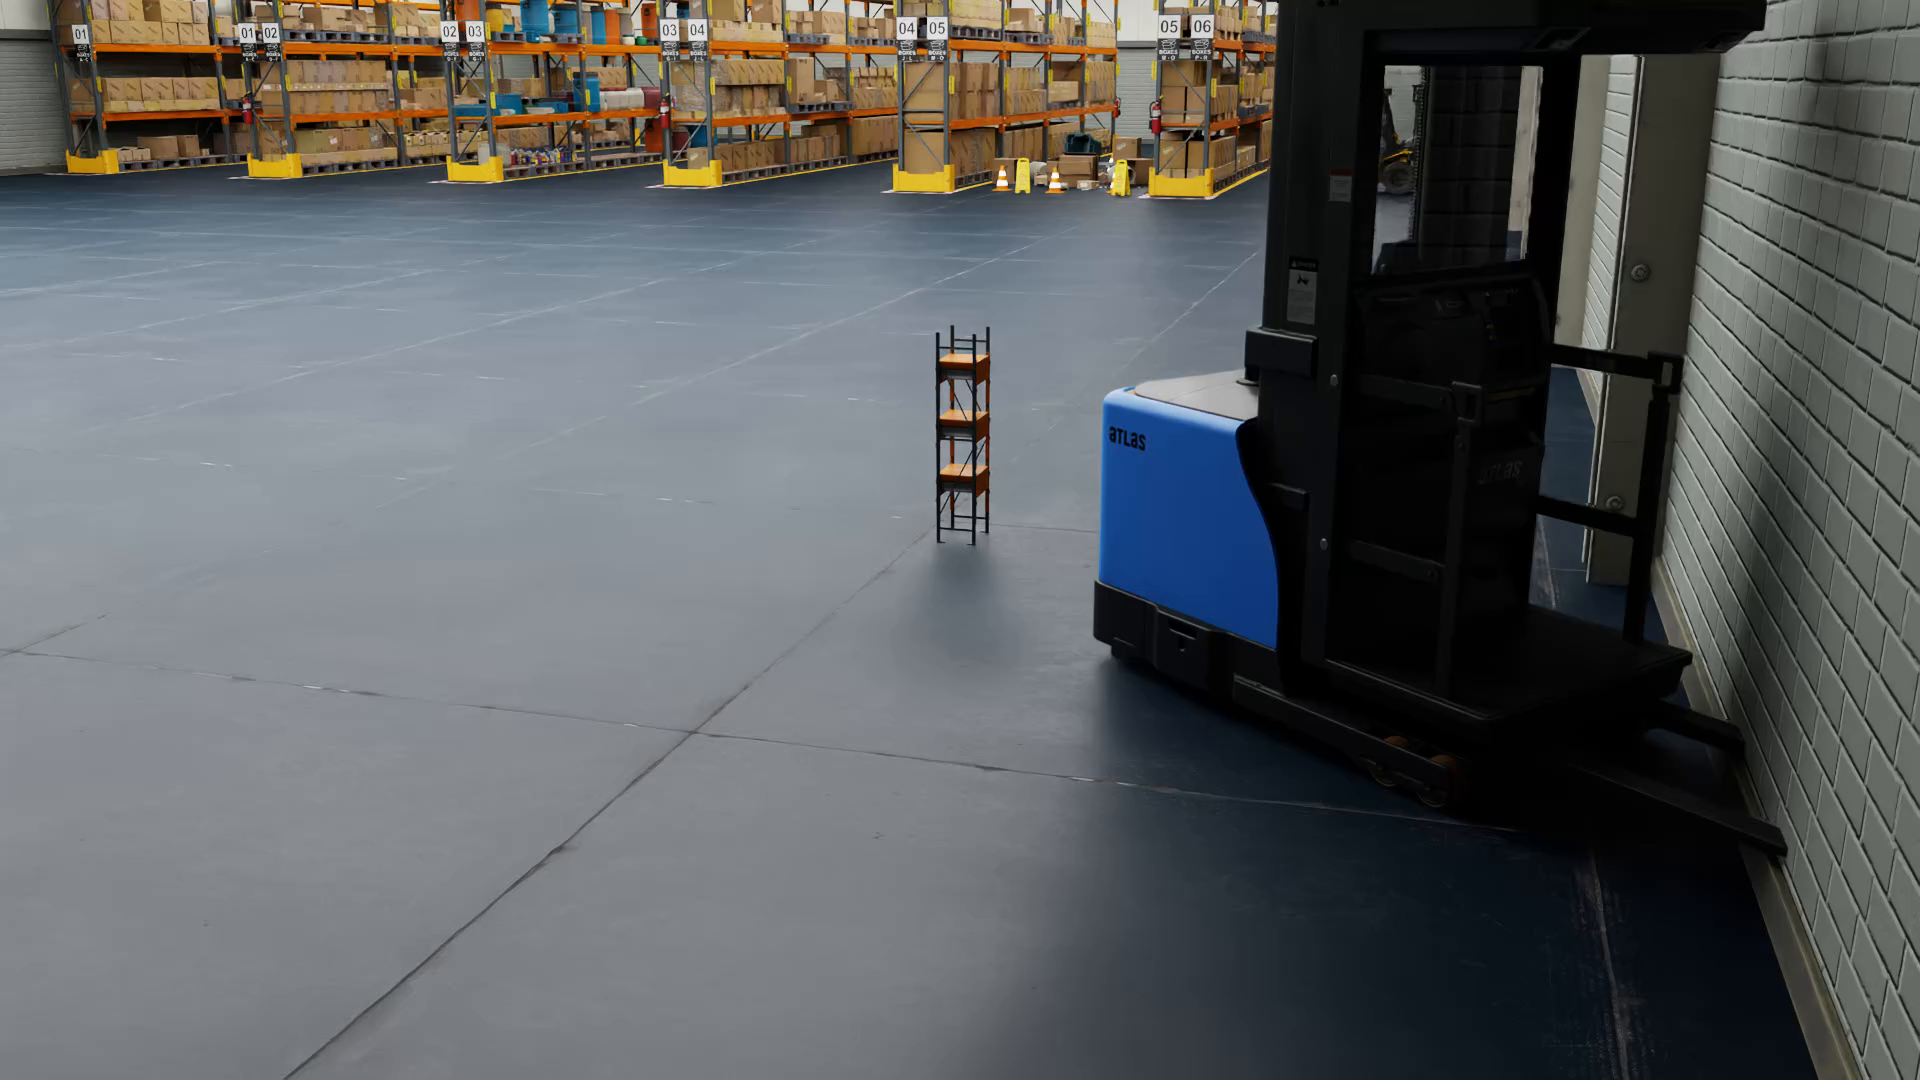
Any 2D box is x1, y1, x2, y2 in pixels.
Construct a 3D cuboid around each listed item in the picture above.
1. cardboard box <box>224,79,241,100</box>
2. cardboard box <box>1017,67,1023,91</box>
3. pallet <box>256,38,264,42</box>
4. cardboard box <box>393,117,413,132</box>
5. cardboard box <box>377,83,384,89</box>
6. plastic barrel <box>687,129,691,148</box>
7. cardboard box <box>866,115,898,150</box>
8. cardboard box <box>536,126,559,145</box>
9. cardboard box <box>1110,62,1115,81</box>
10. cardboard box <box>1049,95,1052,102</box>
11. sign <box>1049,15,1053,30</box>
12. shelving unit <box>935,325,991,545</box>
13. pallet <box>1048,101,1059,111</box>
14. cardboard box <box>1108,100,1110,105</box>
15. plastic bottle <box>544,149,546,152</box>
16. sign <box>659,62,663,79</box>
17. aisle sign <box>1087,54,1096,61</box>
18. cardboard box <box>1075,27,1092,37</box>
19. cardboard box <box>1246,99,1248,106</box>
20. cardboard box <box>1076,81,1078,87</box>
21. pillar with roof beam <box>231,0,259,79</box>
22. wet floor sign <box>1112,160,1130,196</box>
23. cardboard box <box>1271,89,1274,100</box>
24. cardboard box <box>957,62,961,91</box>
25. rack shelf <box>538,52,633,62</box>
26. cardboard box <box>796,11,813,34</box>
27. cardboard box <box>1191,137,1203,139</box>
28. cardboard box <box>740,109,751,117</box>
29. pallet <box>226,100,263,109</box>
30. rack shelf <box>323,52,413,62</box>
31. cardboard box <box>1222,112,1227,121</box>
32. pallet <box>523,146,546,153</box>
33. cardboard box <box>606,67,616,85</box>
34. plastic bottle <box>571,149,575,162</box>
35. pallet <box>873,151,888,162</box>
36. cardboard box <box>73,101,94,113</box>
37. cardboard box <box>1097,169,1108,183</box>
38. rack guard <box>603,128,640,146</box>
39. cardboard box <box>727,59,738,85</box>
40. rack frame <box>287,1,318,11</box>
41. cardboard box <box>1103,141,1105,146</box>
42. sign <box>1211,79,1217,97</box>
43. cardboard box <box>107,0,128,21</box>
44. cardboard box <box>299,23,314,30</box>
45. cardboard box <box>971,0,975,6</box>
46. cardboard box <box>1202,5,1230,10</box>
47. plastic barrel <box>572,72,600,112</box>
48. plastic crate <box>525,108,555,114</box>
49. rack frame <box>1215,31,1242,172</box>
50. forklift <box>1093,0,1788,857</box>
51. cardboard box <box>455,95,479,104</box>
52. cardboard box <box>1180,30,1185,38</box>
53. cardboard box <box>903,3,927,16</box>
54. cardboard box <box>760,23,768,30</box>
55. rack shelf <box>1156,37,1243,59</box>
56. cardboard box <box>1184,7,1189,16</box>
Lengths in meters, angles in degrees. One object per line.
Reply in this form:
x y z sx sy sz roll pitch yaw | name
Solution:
-18.353 -11.195 41.310 0.700 0.500 0.500 5 16 16 | cardboard box
1.012 -10.299 37.128 0.700 0.500 0.500 4 16 15 | cardboard box
-17.961 -12.582 42.038 1.213 0.211 1.003 5 16 16 | pallet
-16.317 -11.885 47.904 0.750 0.750 0.750 5 17 17 | cardboard box
-13.724 -10.629 38.934 0.380 0.149 0.250 4 16 15 | cardboard box
-7.376 -10.667 44.230 0.421 0.512 0.421 0 16 0 | plastic barrel
-2.172 -10.756 43.877 1.225 0.875 0.875 5 16 16 | cardboard box
-11.520 -11.243 46.246 0.500 0.500 0.500 5 16 16 | cardboard box
3.963 -12.914 45.800 0.500 0.500 0.500 4 16 15 | cardboard box
1.978 -10.540 39.683 0.380 0.149 0.250 5 17 19 | cardboard box
2.110 -11.972 38.452 0.100 0.325 0.005 5 16 16 | sign
0.015 -0.519 8.235 0.215 1.050 0.252 5 16 16 | shelving unit
1.681 -10.390 39.814 1.213 0.211 1.003 5 16 16 | pallet
3.926 -12.090 45.918 0.380 0.149 0.250 5 16 16 | cardboard box
-9.506 -8.797 38.018 0.061 0.283 0.133 5 16 16 | plastic bottle
-5.946 -9.363 33.141 0.100 0.325 0.005 5 16 16 | sign
3.587 -13.673 46.275 0.394 0.787 0.004 5 16 16 | aisle sign
3.084 -13.053 42.712 0.500 0.250 0.500 5 17 18 | cardboard box
5.950 -9.358 35.516 0.380 0.149 0.250 5 17 16 | cardboard box
2.791 -11.581 42.263 0.380 0.149 0.250 5 17 18 | cardboard box
-14.465 -14.130 41.655 9.100 9.000 0.400 5 16 16 | pillar with roof beam
3.002 -6.738 30.901 0.267 0.644 0.232 11 19 35 | wet floor sign
7.194 -10.608 39.591 0.500 0.250 0.500 5 17 17 | cardboard box
-0.482 -9.031 32.419 0.875 0.550 0.550 5 16 16 | cardboard box
-10.938 -14.134 48.486 1.077 0.370 4.000 5 16 16 | rack shelf
-3.787 -11.709 37.656 0.797 0.503 0.637 5 17 18 | cardboard box
4.502 -7.714 32.922 0.500 0.500 0.500 6 17 19 | cardboard box
-4.591 -8.926 34.761 0.380 0.149 0.250 5 16 16 | cardboard box
-18.173 -10.901 41.615 1.003 0.211 1.213 5 16 16 | pallet
-16.825 -13.471 46.147 1.077 0.370 4.000 5 16 16 | rack shelf
4.994 -8.254 32.393 0.380 0.149 0.250 5 17 16 | cardboard box
-12.046 -10.637 45.443 1.003 0.211 1.213 5 16 16 | pallet
-10.518 -13.684 49.060 0.500 0.500 0.500 5 17 17 | cardboard box
-8.852 -8.789 37.992 0.061 0.283 0.133 5 17 19 | plastic bottle
-2.501 -9.875 42.760 1.003 0.211 1.213 5 16 16 | pallet
-19.720 -9.833 37.736 0.500 0.250 0.500 5 17 17 | cardboard box
2.929 -7.521 34.360 0.258 0.266 0.396 -7 17 -23 | cardboard box
-10.391 -12.338 50.913 1.175 0.500 0.348 5 16 16 | rack guard
-4.853 -9.531 33.873 0.500 0.500 0.500 5 16 16 | cardboard box
-17.393 -14.737 43.795 1.000 3.000 0.127 5 16 16 | rack frame
3.771 -10.919 45.785 0.380 0.149 0.250 5 16 16 | cardboard box
4.602 -8.211 30.196 0.100 0.325 0.005 5 16 16 | sign
-19.134 -11.949 37.410 0.500 0.500 0.500 4 16 15 | cardboard box
-14.413 -11.260 36.469 0.380 0.149 0.250 5 16 16 | cardboard box
0.070 -10.545 32.561 0.380 0.149 0.250 4 16 15 | cardboard box
5.261 -10.858 34.207 0.500 0.250 0.500 5 17 17 | cardboard box
-8.631 -10.355 38.421 0.600 0.901 0.708 5 16 16 | plastic barrel
-9.250 -9.465 36.684 0.530 0.136 0.437 5 16 16 | plastic crate
5.219 -8.883 34.152 1.000 3.000 0.127 5 16 16 | rack frame
1.787 -0.703 5.437 1.130 2.935 3.031 -11 19 -33 | forklift
-12.788 -11.333 42.951 0.500 0.311 0.500 6 17 19 | cardboard box
3.915 -9.274 30.493 0.380 0.149 0.250 5 17 16 | cardboard box
-0.822 -10.108 31.750 0.500 0.250 0.500 5 17 17 | cardboard box
-4.304 -10.898 35.301 0.380 0.149 0.250 4 16 14 | cardboard box
4.650 -9.457 31.996 1.077 0.370 4.000 5 16 16 | rack shelf
4.005 -9.719 30.599 0.380 0.149 0.250 5 17 17 | cardboard box
